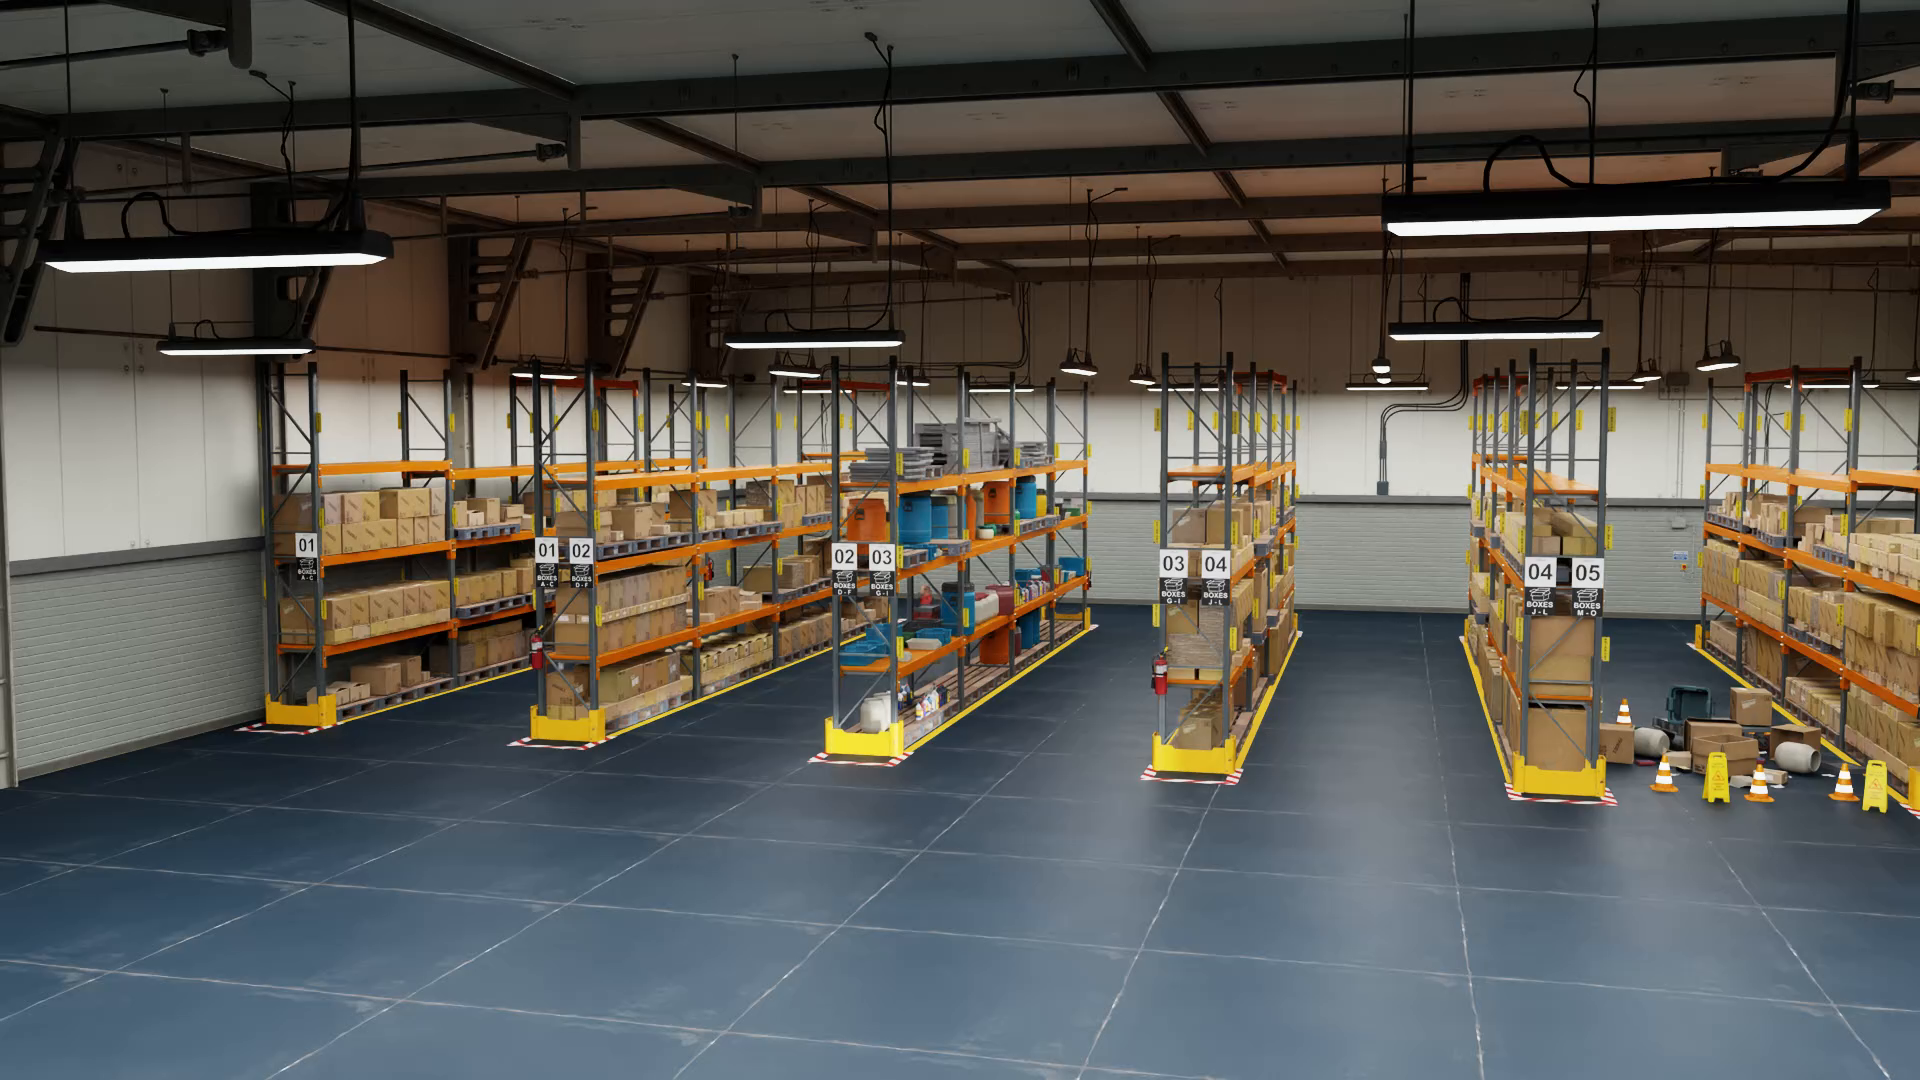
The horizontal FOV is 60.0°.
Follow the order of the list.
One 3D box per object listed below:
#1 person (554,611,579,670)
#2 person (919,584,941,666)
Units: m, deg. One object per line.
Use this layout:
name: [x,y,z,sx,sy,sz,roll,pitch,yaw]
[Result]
person: [-7.790,1.852,33.031,0.553,1.591,1.078,0,4,-1]
person: [-0.682,1.671,32.267,0.636,1.634,0.577,1,4,8]
